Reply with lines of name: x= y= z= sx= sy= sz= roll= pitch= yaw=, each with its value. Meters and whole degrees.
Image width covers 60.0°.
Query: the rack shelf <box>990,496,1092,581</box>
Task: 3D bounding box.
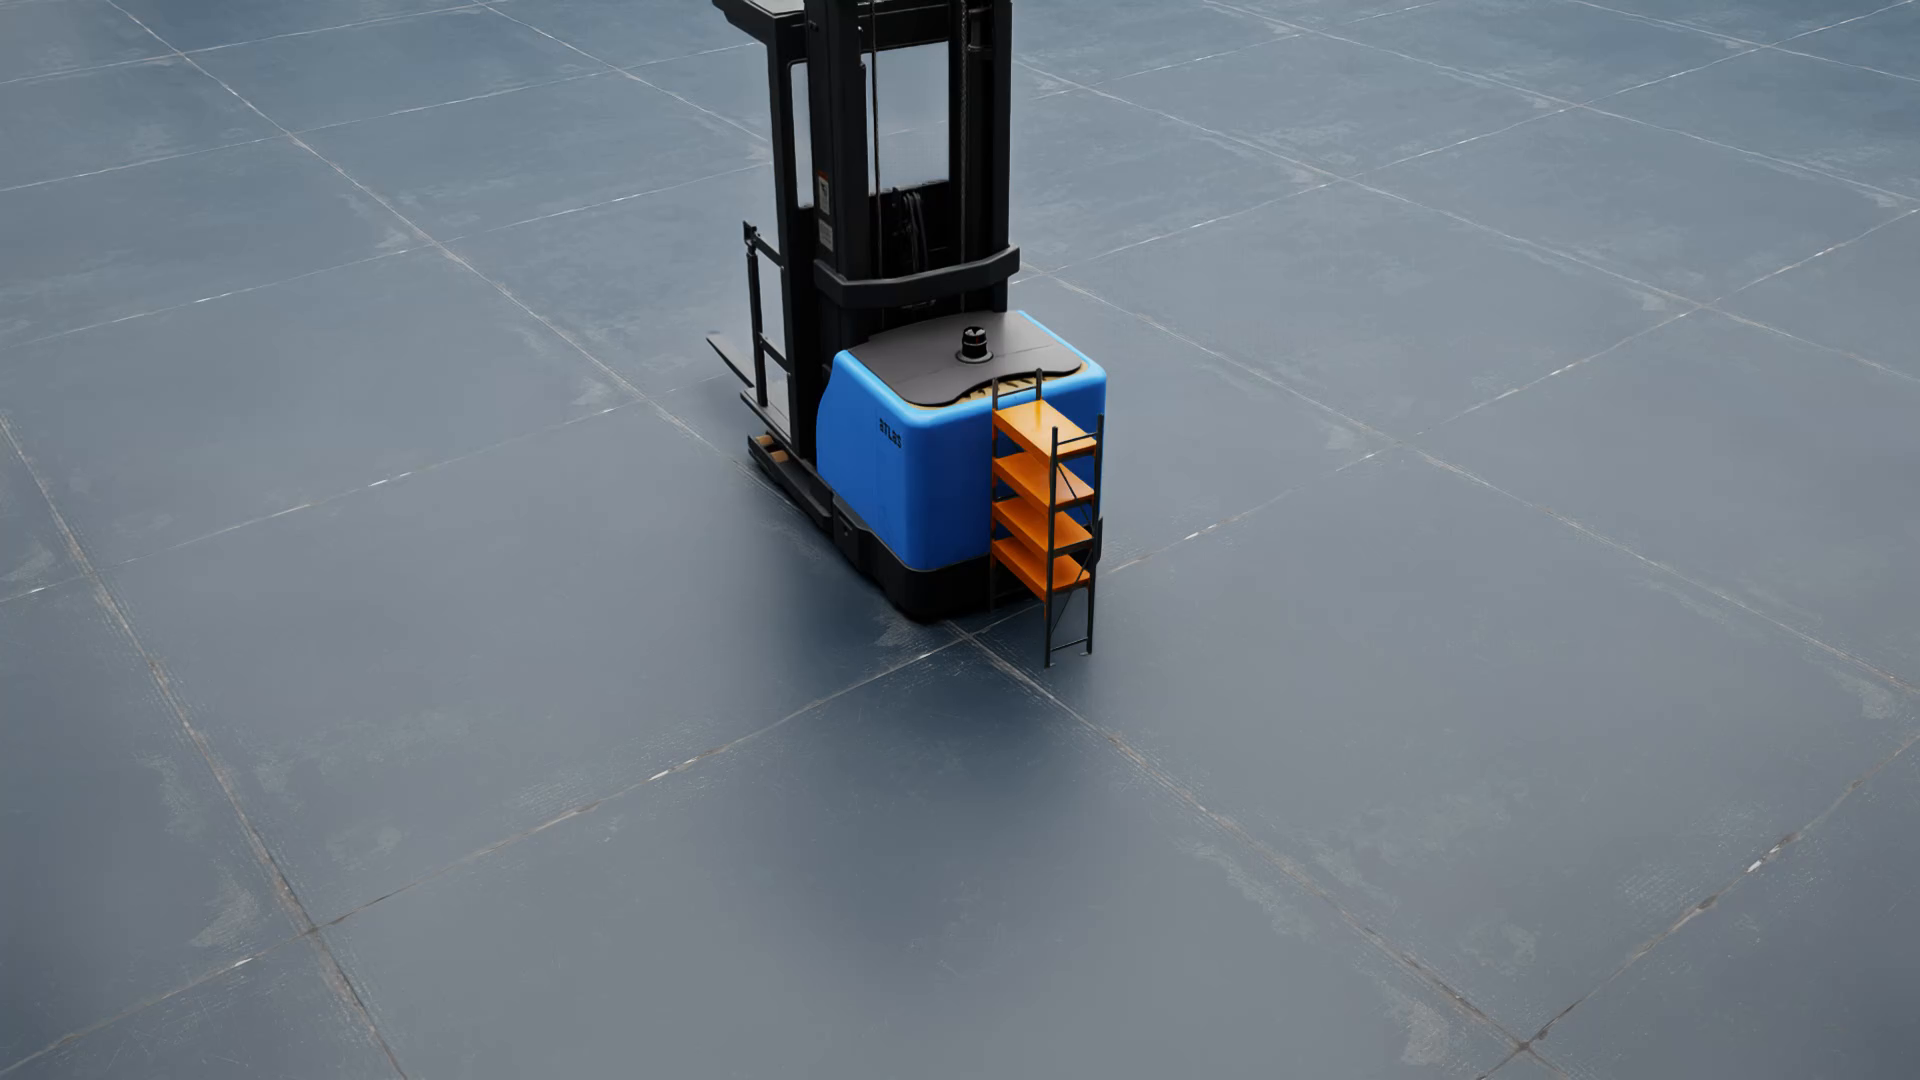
rack shelf: x=0.363 y=-0.031 z=7.290 sx=0.258 sy=0.148 sz=0.480 roll=-16 pitch=35 yaw=-24

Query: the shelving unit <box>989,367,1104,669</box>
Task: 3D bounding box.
shelving unit: x=0.363 y=-0.088 z=7.255 sx=0.258 sy=1.200 sz=0.503 roll=-16 pitch=35 yaw=-24

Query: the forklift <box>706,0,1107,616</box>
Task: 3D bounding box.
forklift: x=-0.473 y=-1.653 z=8.133 sx=1.130 sy=2.935 sz=3.031 roll=-16 pitch=35 yaw=-24

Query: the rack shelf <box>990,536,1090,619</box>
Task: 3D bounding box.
rack shelf: x=0.363 y=0.138 z=7.395 sx=0.258 sy=0.148 sz=0.480 roll=-16 pitch=35 yaw=-24

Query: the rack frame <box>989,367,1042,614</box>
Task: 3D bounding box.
rack frame: x=0.245 y=-0.201 z=7.437 sx=0.240 sy=1.200 sz=0.015 roll=-16 pitch=35 yaw=-24

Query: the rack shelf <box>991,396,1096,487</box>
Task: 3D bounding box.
rack shelf: x=0.363 y=-0.422 z=7.048 sx=0.258 sy=0.148 sz=0.480 roll=-16 pitch=35 yaw=-24

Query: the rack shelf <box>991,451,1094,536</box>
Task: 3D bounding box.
rack shelf: x=0.363 y=-0.221 z=7.172 sx=0.258 sy=0.148 sz=0.480 roll=-16 pitch=35 yaw=-24

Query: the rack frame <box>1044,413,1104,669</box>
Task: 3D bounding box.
rack frame: x=0.480 y=0.025 z=7.073 sx=0.240 sy=1.200 sz=0.015 roll=-16 pitch=35 yaw=-24
